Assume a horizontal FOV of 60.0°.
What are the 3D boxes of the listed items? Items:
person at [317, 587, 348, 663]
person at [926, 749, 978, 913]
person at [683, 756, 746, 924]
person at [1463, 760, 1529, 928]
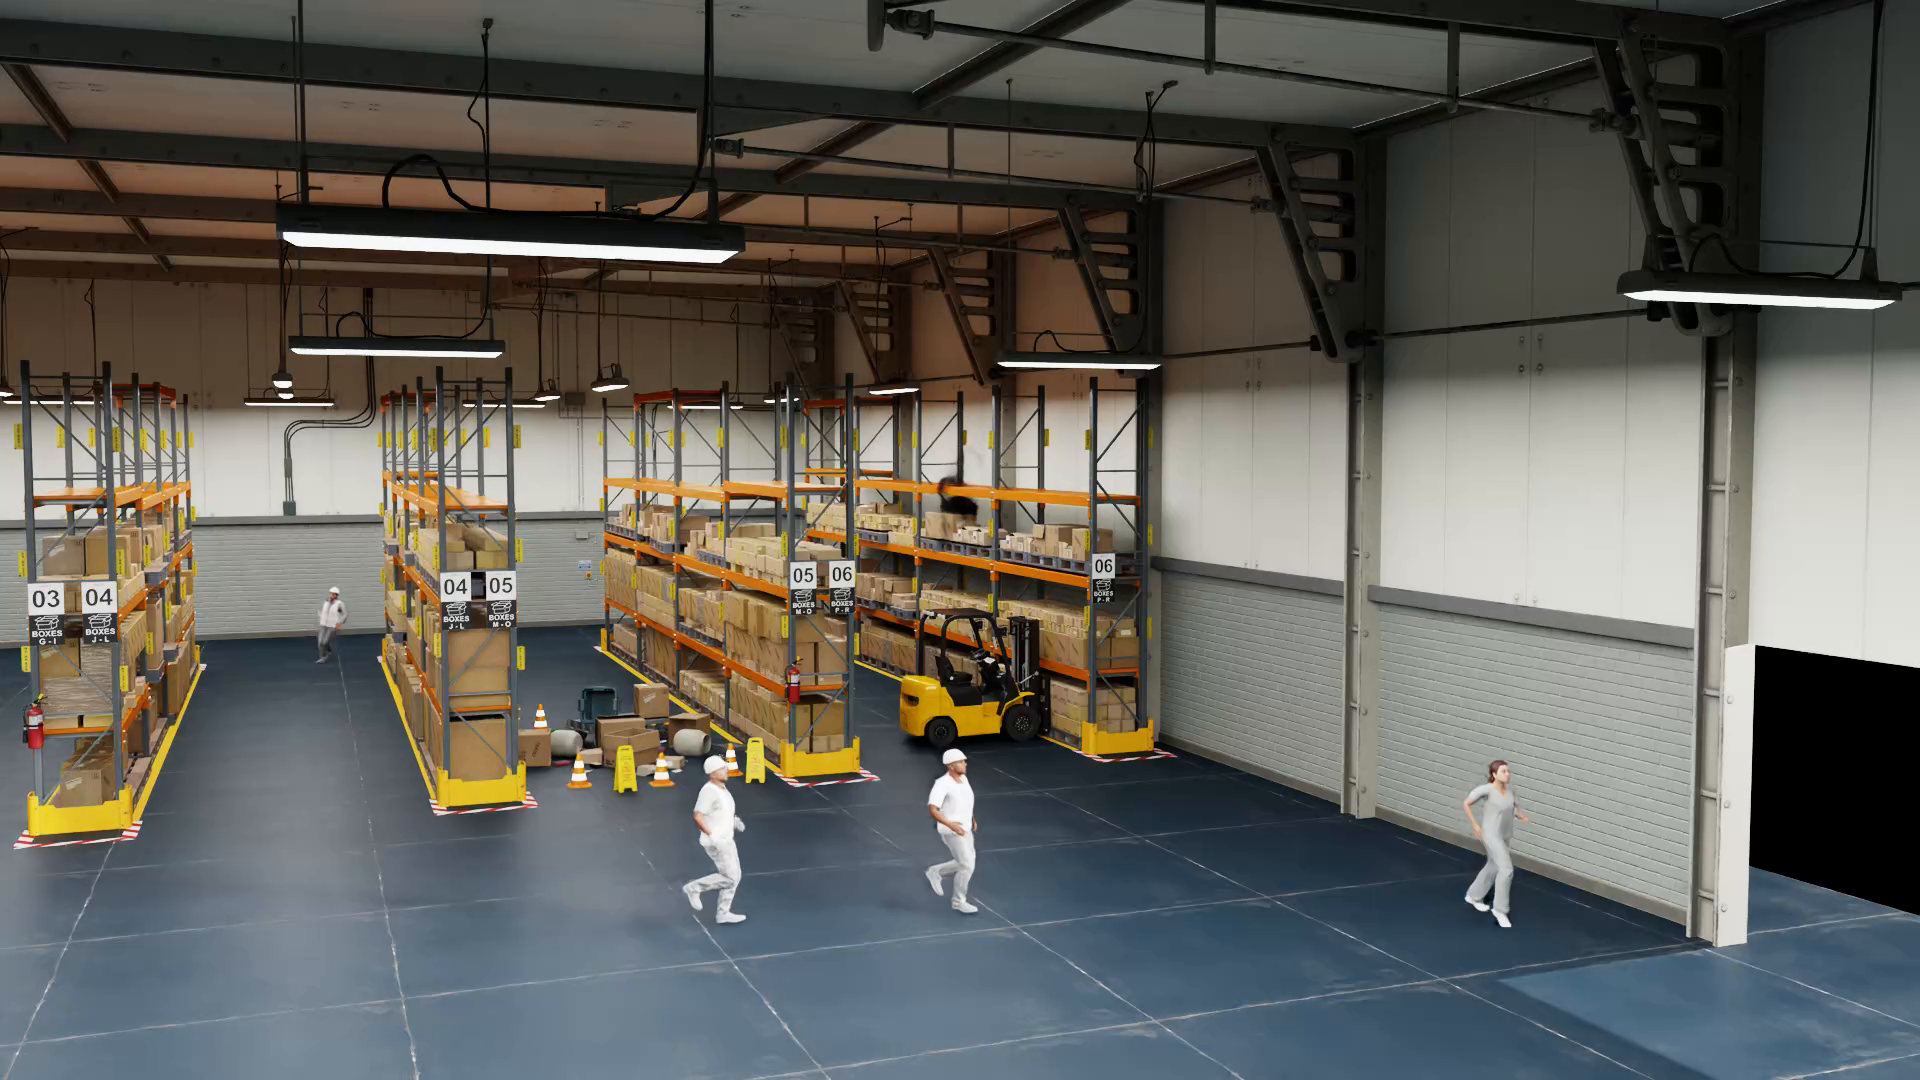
[{"bbox_3d":[-14.133,1.915,37.316,0.696,1.703,0.510,0,3,6],"label":"person"},{"bbox_3d":[-0.104,3.072,17.684,0.665,1.718,0.722,2,4,26],"label":"person"},{"bbox_3d":[-2.539,3.103,17.215,0.639,1.743,0.702,0,3,2],"label":"person"},{"bbox_3d":[5.582,3.135,17.343,0.556,1.720,0.761,-2,4,-32],"label":"person"}]
